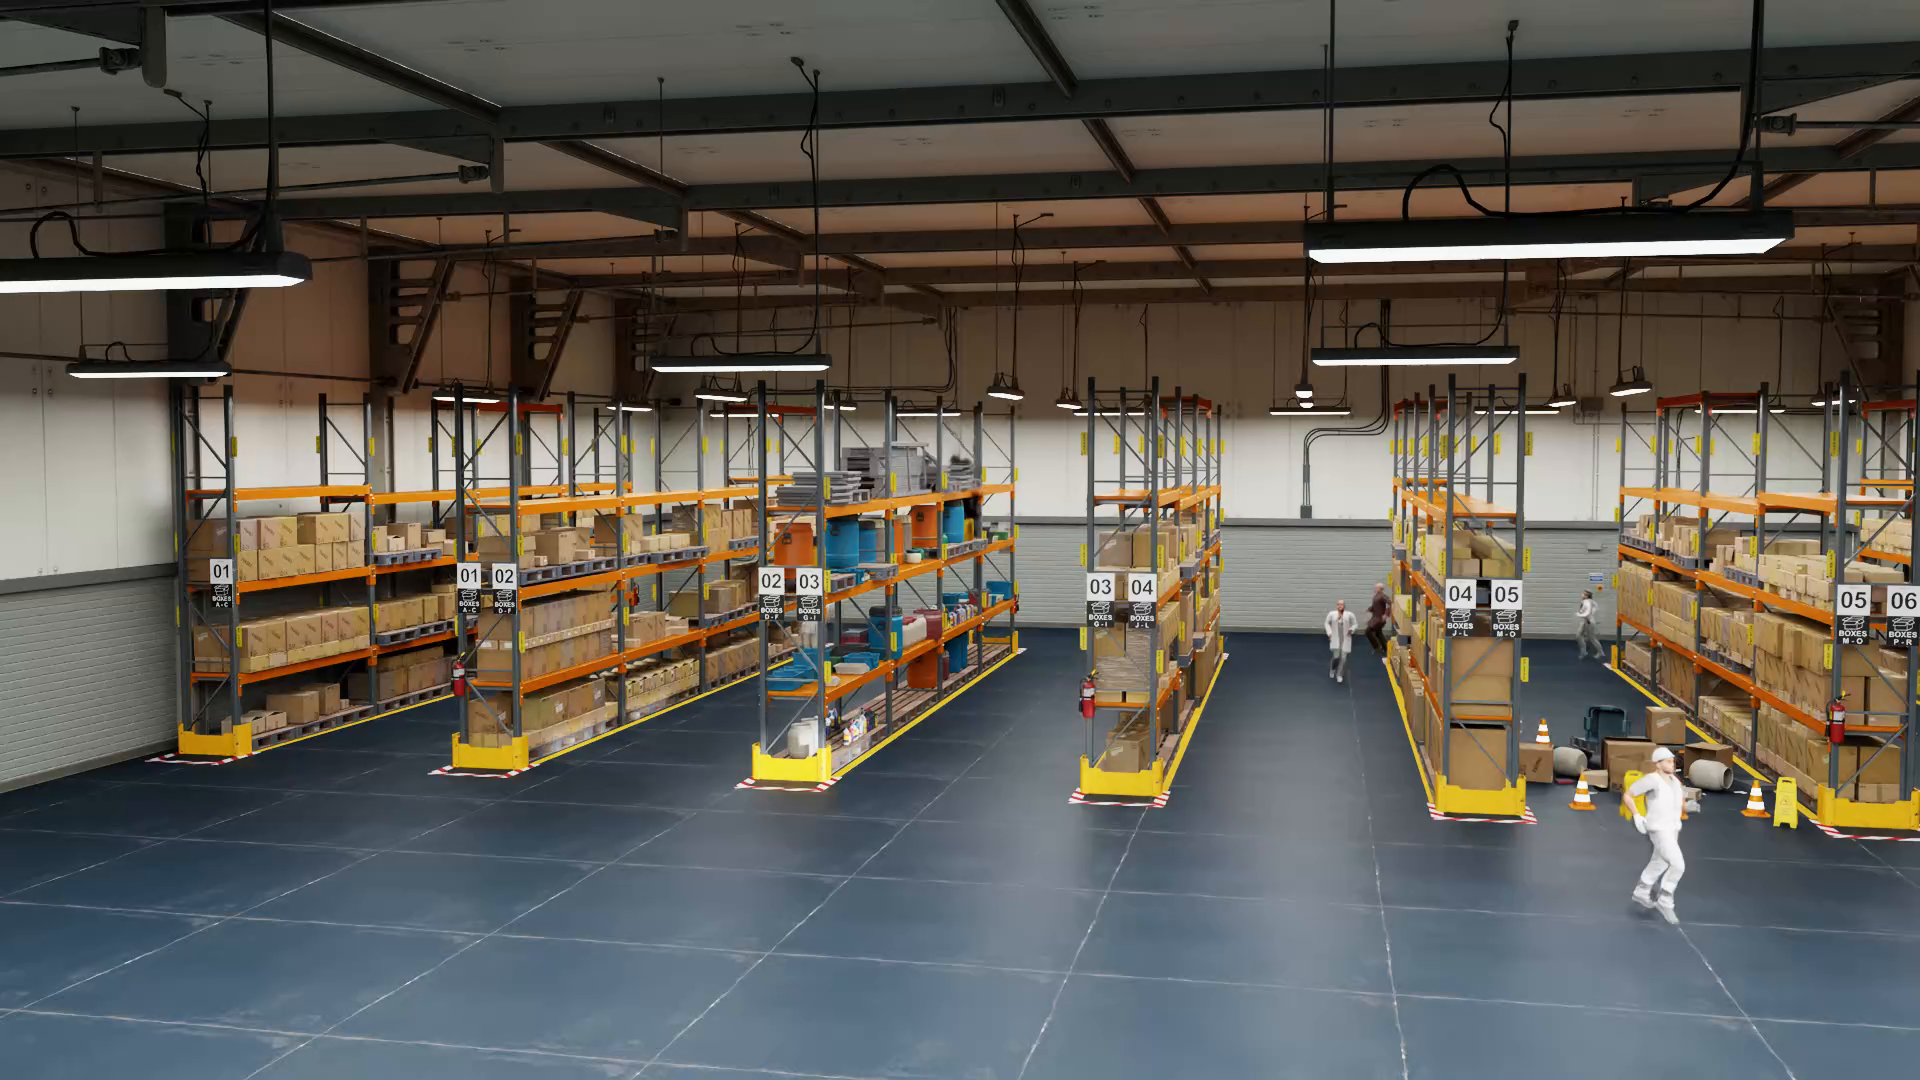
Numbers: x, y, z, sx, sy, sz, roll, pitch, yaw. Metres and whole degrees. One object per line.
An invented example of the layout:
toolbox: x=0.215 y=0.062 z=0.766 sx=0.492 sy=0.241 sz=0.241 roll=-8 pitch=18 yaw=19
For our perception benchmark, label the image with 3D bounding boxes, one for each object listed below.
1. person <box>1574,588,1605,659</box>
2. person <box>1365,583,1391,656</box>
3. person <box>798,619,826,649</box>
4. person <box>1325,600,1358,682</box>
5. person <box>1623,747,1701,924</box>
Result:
person: x=14.758 y=1.992 z=38.939 sx=0.706 sy=1.736 sz=0.608 roll=1 pitch=3 yaw=15
person: x=10.046 y=2.013 z=39.836 sx=0.678 sy=1.588 sz=0.798 roll=0 pitch=3 yaw=4
person: x=-3.121 y=1.946 z=34.903 sx=0.607 sy=1.622 sz=0.501 roll=0 pitch=3 yaw=-1
person: x=8.119 y=2.151 z=35.419 sx=0.693 sy=1.746 sz=0.654 roll=1 pitch=3 yaw=13
person: x=7.468 y=3.121 z=17.645 sx=0.646 sy=1.839 sz=0.758 roll=-2 pitch=4 yaw=-37
